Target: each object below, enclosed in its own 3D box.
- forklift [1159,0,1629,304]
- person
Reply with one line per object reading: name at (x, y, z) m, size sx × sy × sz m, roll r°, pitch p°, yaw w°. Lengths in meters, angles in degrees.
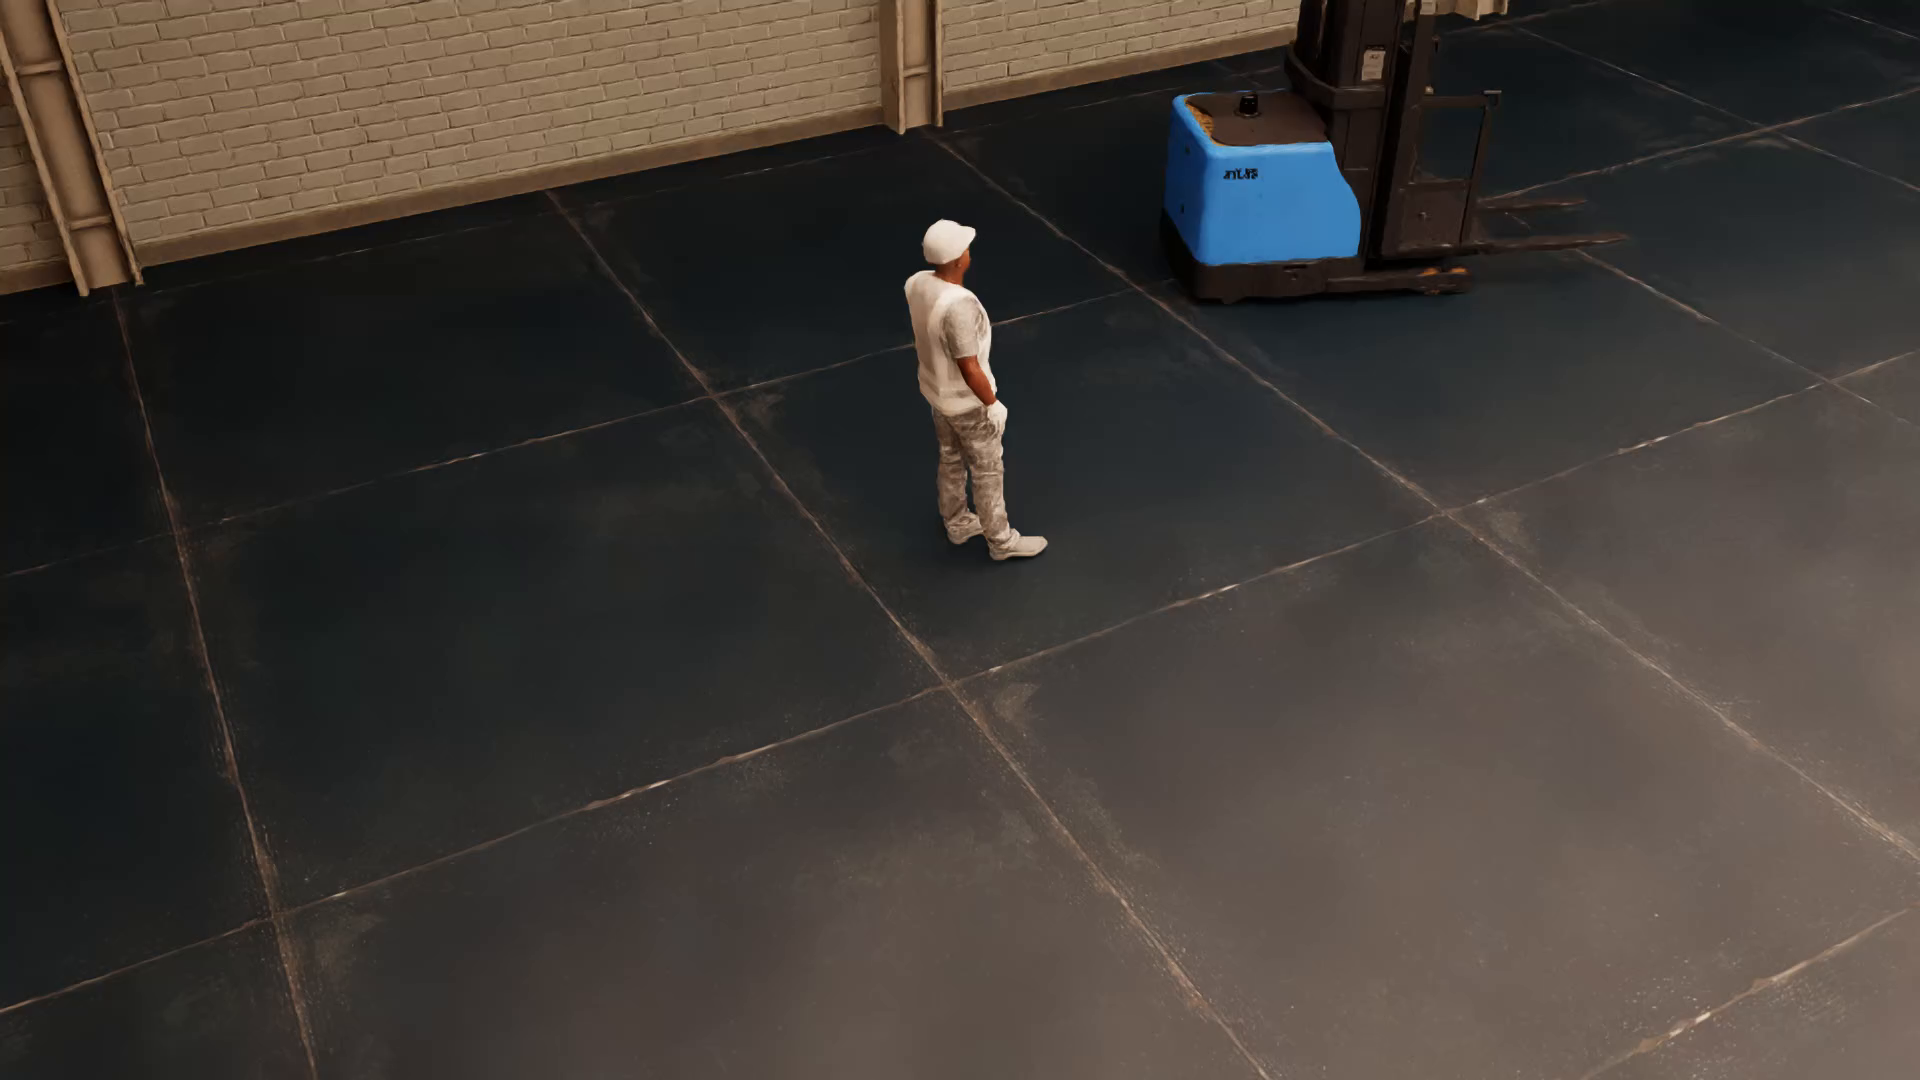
forklift at (2.937, -3.107, 10.518) m, size 3.031 × 2.935 × 1.130 m, roll -5°, pitch 36°, yaw -7°
person at (0.067, -0.749, 8.166) m, size 0.576 × 1.782 × 0.655 m, roll -17°, pitch 39°, yaw -23°
